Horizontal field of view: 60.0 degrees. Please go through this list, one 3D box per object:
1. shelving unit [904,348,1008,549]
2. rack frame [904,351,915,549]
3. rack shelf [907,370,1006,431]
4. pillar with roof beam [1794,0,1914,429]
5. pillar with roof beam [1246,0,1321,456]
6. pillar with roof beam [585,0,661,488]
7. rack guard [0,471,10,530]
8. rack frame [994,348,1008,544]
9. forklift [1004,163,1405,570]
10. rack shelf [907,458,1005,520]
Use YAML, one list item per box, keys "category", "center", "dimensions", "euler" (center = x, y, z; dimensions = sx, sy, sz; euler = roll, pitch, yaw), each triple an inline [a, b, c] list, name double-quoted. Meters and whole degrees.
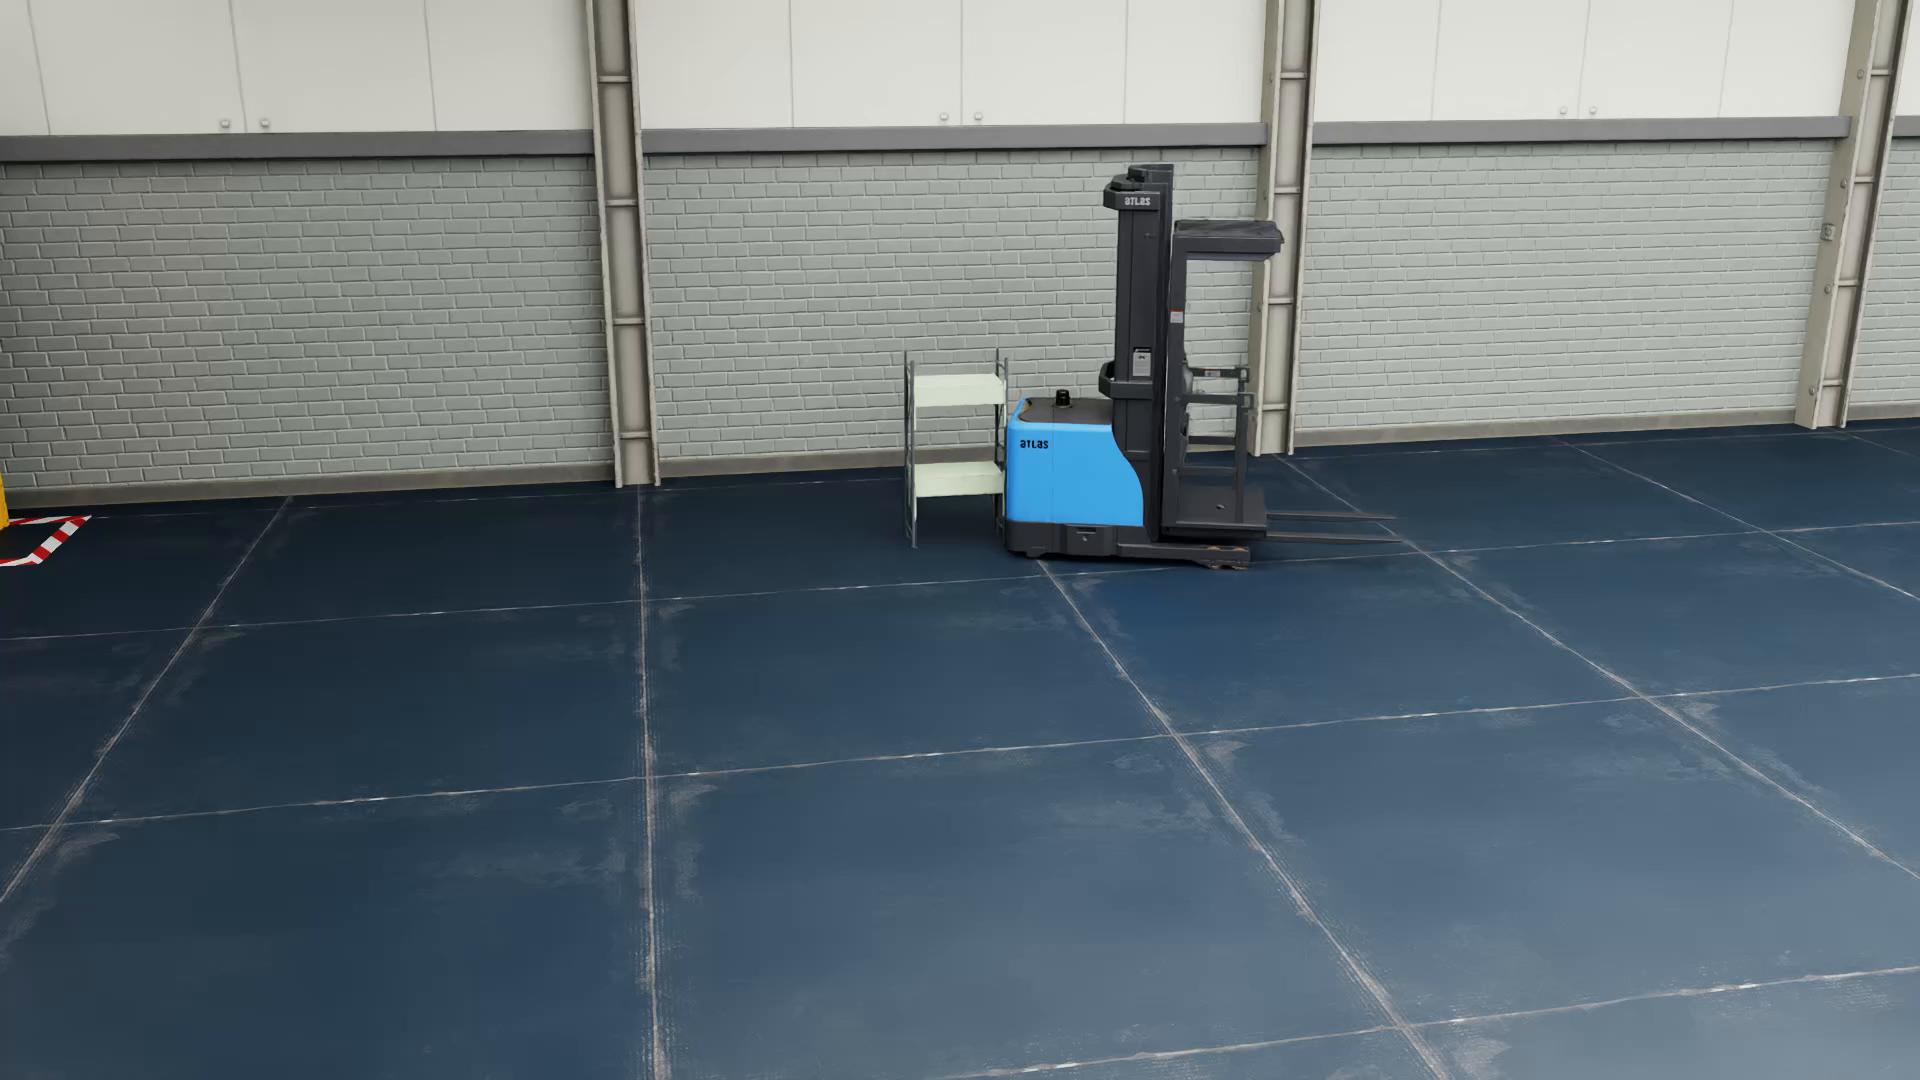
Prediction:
- category: "shelving unit"
  center: [-0.035, -0.721, 13.105]
  dimensions: [0.755, 1.500, 0.431]
  euler: [-3, 17, -9]
- category: "rack frame"
  center: [-0.396, -0.703, 13.045]
  dimensions: [0.023, 1.500, 0.400]
  euler: [-3, 17, -9]
- category: "rack shelf"
  center: [-0.035, -1.094, 12.990]
  dimensions: [0.720, 0.370, 0.431]
  euler: [-3, 17, -9]
- category: "pillar with roof beam"
  center: [9.693, -4.252, 11.828]
  dimensions: [0.400, 9.000, 9.100]
  euler: [-3, 17, -10]
- category: "pillar with roof beam"
  center: [3.802, -3.917, 10.740]
  dimensions: [0.400, 9.000, 9.100]
  euler: [-3, 17, -10]
- category: "pillar with roof beam"
  center: [-2.090, -3.583, 9.651]
  dimensions: [0.400, 9.000, 9.100]
  euler: [-3, 17, -10]
- category: "rack guard"
  center: [-7.919, -0.208, 13.136]
  dimensions: [0.348, 0.500, 1.175]
  euler: [-3, 17, -10]
- category: "rack frame"
  center: [0.325, -0.739, 13.164]
  dimensions: [0.023, 1.500, 0.400]
  euler: [-3, 17, -9]
- category: "forklift"
  center: [1.903, -1.341, 12.685]
  dimensions: [3.031, 2.935, 1.130]
  euler: [2, 17, 8]
- category: "rack shelf"
  center: [-0.035, -0.409, 13.201]
  dimensions: [0.720, 0.370, 0.431]
  euler: [-3, 17, -9]
